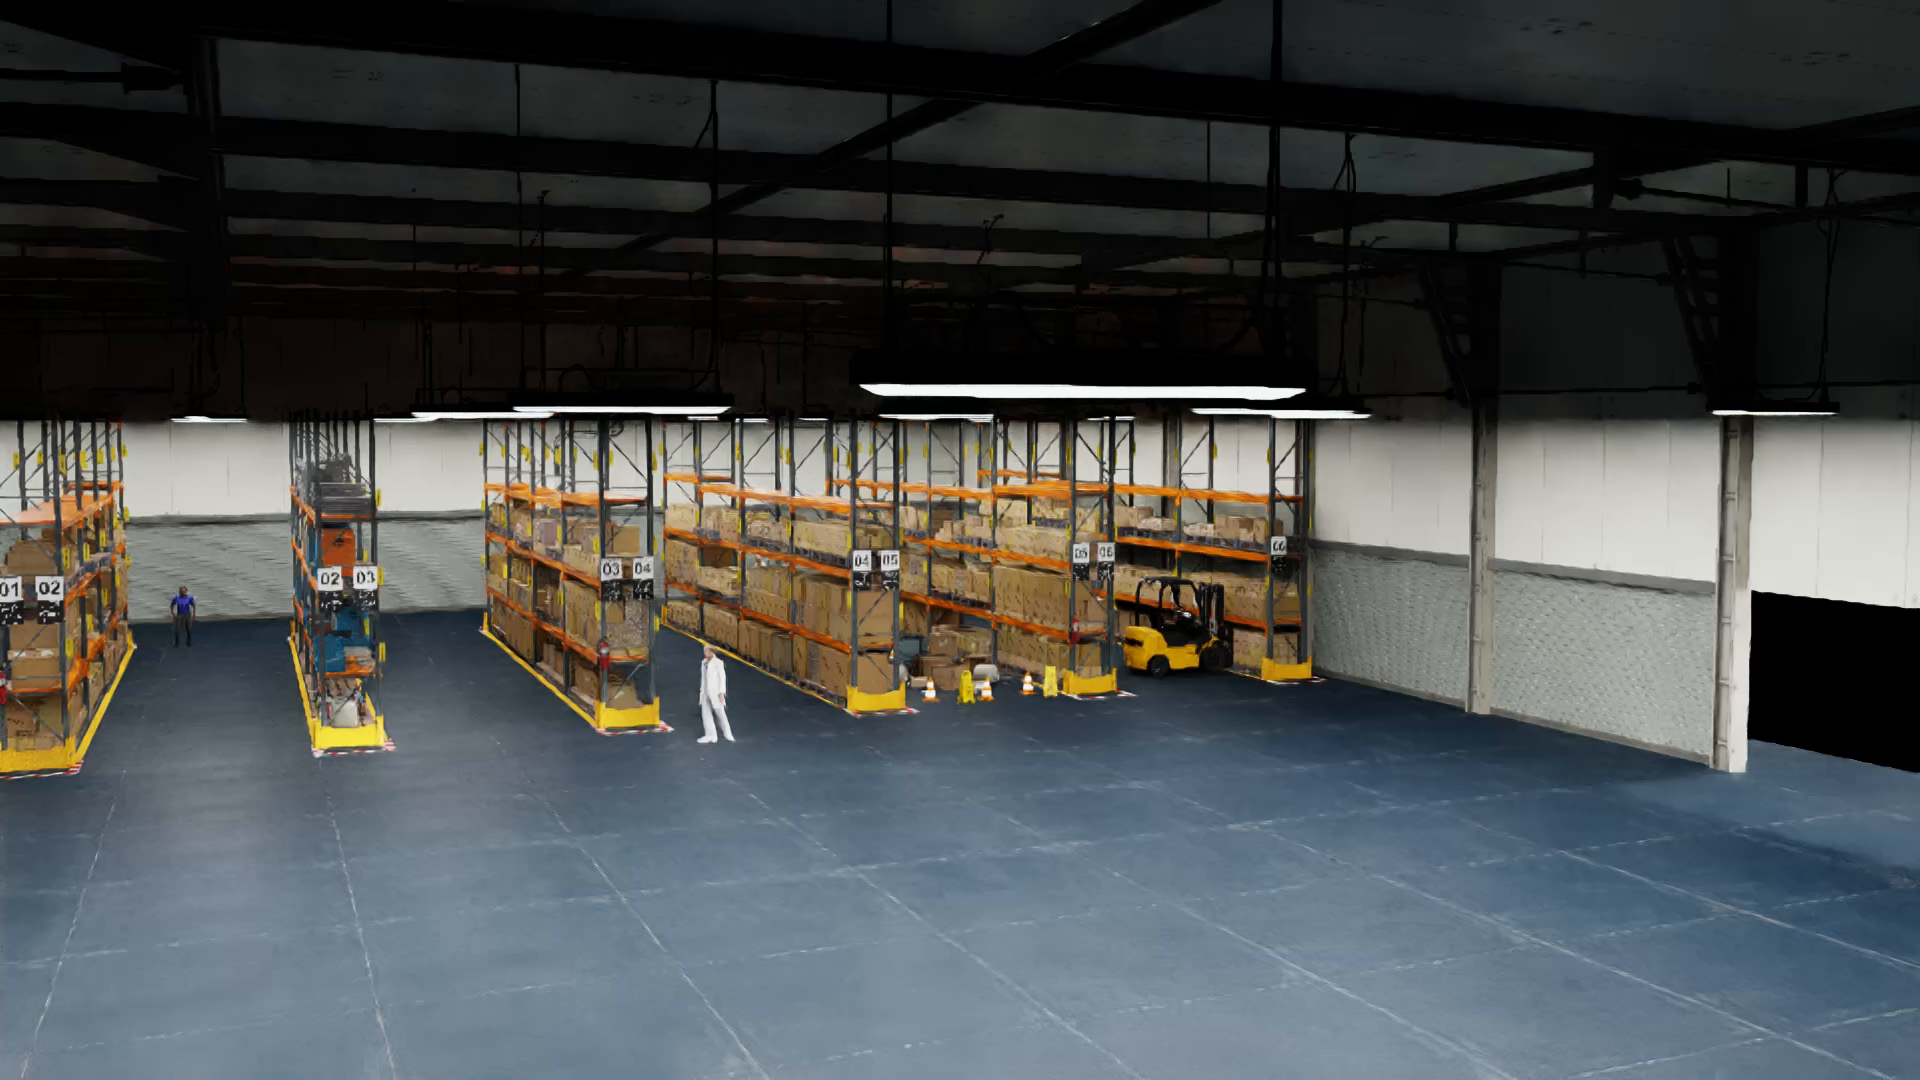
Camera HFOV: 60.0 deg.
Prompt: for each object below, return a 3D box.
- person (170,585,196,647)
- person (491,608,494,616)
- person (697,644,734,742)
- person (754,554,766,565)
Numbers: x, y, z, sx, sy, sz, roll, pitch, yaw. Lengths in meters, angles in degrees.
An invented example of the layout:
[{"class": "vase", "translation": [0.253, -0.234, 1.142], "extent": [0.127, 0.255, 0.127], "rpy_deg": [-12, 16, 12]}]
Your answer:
[{"class": "person", "translation": [-19.878, 1.949, 42.562], "extent": [0.592, 1.604, 0.513], "rpy_deg": [-2, 4, -26]}, {"class": "person", "translation": [-13.222, 1.509, 47.347], "extent": [0.467, 1.774, 0.715], "rpy_deg": [1, 4, 11]}, {"class": "person", "translation": [-4.411, 2.748, 29.933], "extent": [0.691, 1.773, 0.587], "rpy_deg": [3, 5, 39]}, {"class": "person", "translation": [-6.031, 1.273, 50.678], "extent": [0.626, 1.783, 0.374], "rpy_deg": [3, 5, 33]}]
